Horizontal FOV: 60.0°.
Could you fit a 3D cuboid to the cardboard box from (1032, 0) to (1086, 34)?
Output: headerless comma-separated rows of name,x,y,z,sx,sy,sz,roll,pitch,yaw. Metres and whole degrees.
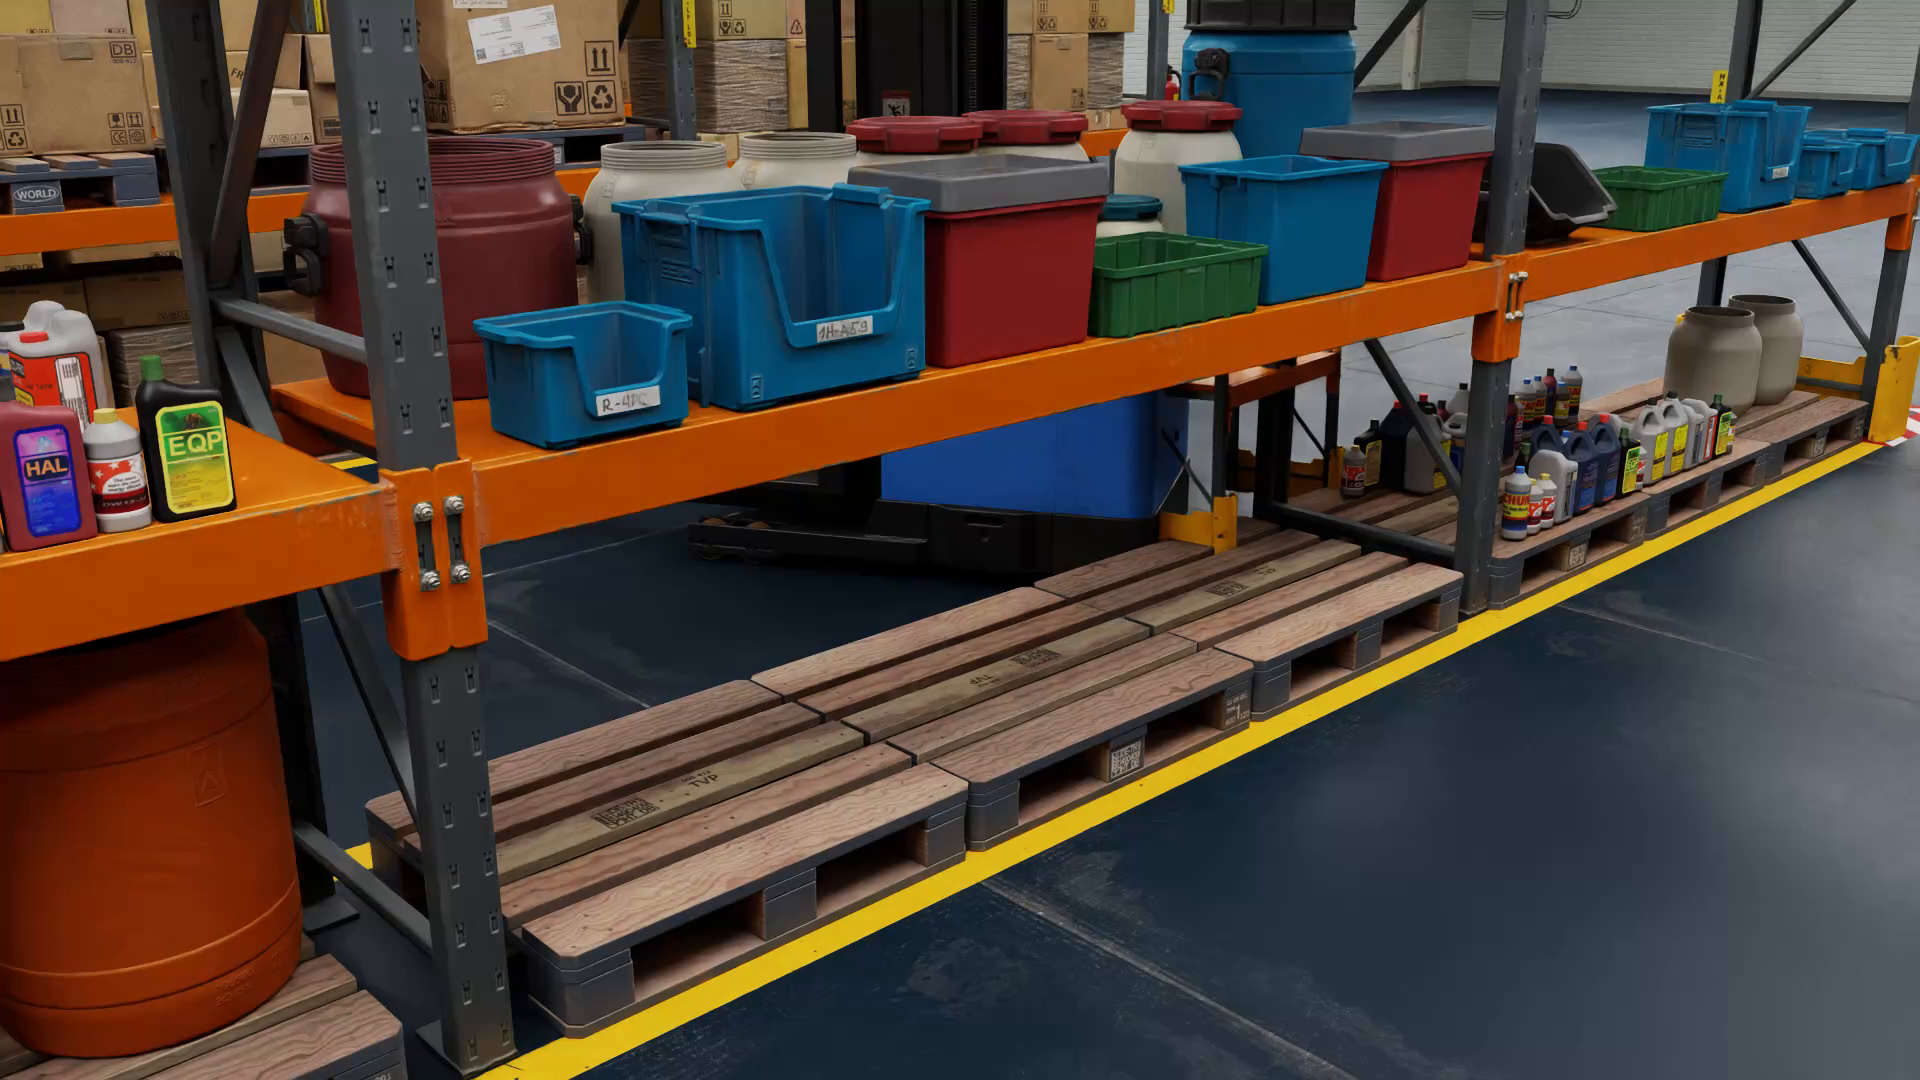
cardboard box,0.484,-3.608,10.984,0.500,0.500,0.500,-16,24,-41

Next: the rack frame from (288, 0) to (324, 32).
rack frame,-5.167,-3.508,12.941,0.127,3.000,1.000,-16,24,-41

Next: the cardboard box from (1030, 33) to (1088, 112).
cardboard box,0.374,-3.168,11.249,0.500,0.500,0.875,-16,24,-41

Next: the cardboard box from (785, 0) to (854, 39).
cardboard box,-0.969,-3.184,9.677,0.500,0.500,0.500,-16,24,-41

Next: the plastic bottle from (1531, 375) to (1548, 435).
plastic bottle,2.696,-0.637,7.797,0.097,0.271,0.097,0,18,0

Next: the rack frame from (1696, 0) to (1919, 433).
rack frame,4.476,-2.113,8.637,0.127,3.000,1.000,-16,24,-41

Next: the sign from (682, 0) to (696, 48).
sign,-1.449,-2.802,8.887,0.005,0.325,0.100,-16,24,-41

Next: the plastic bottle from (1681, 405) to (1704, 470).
plastic bottle,3.140,-0.462,7.250,0.135,0.276,0.152,-17,25,-42

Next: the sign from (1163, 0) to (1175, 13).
sign,1.440,-3.795,11.437,0.005,0.325,0.100,-16,24,-41

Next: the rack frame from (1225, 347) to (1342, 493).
rack frame,1.370,-0.911,7.001,0.500,1.500,0.032,10,19,35

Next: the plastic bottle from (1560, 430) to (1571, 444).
plastic bottle,2.464,-0.312,6.795,0.097,0.271,0.097,0,18,0

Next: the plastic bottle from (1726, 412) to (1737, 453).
plastic bottle,3.443,-0.503,7.498,0.097,0.201,0.097,0,18,0

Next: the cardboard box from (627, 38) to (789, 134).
cardboard box,-1.464,-2.646,9.637,0.500,0.500,0.875,-16,24,-41

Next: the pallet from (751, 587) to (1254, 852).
pallet,0.139,0.496,5.112,1.213,0.211,1.003,-16,24,-41

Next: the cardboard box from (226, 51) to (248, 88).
cardboard box,-5.363,-3.385,12.400,0.500,0.500,0.500,-16,24,-41

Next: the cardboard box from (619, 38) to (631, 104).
cardboard box,-3.377,-4.126,14.604,0.550,0.550,0.875,-16,24,-41

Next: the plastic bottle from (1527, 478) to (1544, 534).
plastic bottle,2.176,-0.134,6.358,0.097,0.201,0.097,0,18,0

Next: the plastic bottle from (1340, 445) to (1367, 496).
plastic bottle,1.619,-0.290,6.839,0.097,0.201,0.097,0,18,0

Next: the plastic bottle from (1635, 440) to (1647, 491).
plastic bottle,2.800,-0.316,6.920,0.097,0.201,0.097,0,18,0

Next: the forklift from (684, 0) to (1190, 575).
forklift,-0.599,-1.447,6.696,3.031,2.935,1.130,5,19,15

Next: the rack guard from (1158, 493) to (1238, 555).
rack guard,0.782,-0.084,6.374,0.587,0.250,0.087,10,19,35

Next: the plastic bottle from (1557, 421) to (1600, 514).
plastic bottle,2.441,-0.292,6.604,0.185,0.351,0.144,-15,24,-39

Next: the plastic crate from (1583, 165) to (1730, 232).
plastic crate,2.750,-1.389,6.748,0.662,0.188,0.450,-16,24,-41

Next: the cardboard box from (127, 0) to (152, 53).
cardboard box,-5.896,-3.815,12.105,0.500,0.500,0.700,-17,24,-42

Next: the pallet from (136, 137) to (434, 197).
pallet,-3.329,-1.865,8.184,1.213,0.211,1.003,-16,24,-41

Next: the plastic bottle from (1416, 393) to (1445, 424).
plastic bottle,1.979,-0.456,7.109,0.144,0.351,0.185,16,24,41

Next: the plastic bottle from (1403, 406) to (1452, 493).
plastic bottle,1.939,-0.383,6.884,0.185,0.351,0.144,-16,24,-41

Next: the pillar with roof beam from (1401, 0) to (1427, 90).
pillar with roof beam,14.483,-14.855,38.212,0.400,9.000,9.100,-16,24,-41

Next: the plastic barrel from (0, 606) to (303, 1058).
plastic barrel,-1.680,0.523,3.347,0.708,0.830,0.600,-16,24,-41

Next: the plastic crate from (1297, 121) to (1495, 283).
plastic crate,1.428,-1.124,5.485,0.583,0.464,0.402,-16,24,-41

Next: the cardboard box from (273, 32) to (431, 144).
cardboard box,-3.029,-2.236,8.169,0.637,0.503,0.797,-13,22,-35

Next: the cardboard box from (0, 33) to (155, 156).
cardboard box,-4.038,-2.039,7.567,0.500,0.500,0.700,-12,22,-33

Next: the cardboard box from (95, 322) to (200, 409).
cardboard box,-3.872,-0.815,7.973,0.700,0.500,0.500,15,24,39

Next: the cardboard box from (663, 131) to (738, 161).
cardboard box,-1.470,-2.234,9.418,0.250,0.149,0.380,-16,24,-41

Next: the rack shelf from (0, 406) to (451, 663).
rack shelf,-2.790,0.349,2.213,4.000,0.370,1.077,-16,24,-41

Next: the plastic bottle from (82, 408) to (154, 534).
plastic bottle,-1.434,-0.121,2.817,0.097,0.201,0.097,0,18,0

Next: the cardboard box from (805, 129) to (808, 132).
cardboard box,-0.942,-2.398,9.925,0.250,0.149,0.380,-16,24,-41

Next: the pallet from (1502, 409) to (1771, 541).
pallet,2.973,-0.331,7.665,1.213,0.211,1.003,-16,24,-41

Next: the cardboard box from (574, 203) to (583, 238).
cardboard box,-3.346,-3.199,14.753,0.875,0.875,0.875,-17,24,-42

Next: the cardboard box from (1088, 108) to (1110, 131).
cardboard box,0.826,-2.944,11.608,0.250,0.149,0.380,-16,24,-41

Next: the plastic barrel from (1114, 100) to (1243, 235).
plastic barrel,0.724,-1.176,5.528,0.433,0.535,0.433,0,18,0

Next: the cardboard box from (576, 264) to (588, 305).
cardboard box,-2.294,-1.270,9.378,0.700,0.500,0.500,16,24,40

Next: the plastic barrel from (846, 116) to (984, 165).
plastic barrel,-0.123,-0.929,4.766,0.433,0.535,0.433,0,18,0

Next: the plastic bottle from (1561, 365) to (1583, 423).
plastic bottle,2.945,-0.710,8.021,0.097,0.271,0.097,0,18,0

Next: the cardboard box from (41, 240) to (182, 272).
cardboard box,-6.260,-2.282,12.127,0.750,0.750,1.050,-16,24,-41

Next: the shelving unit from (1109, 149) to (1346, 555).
shelving unit,1.066,-0.797,6.598,0.587,1.500,1.083,10,19,35

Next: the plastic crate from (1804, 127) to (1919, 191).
plastic crate,4.318,-1.869,8.126,0.616,0.251,0.499,-16,24,-41

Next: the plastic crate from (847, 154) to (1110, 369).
plastic crate,0.048,-0.722,4.244,0.583,0.464,0.402,-16,24,-41

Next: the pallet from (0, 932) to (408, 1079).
pallet,-1.881,1.085,3.295,1.213,0.211,1.003,-16,24,-41

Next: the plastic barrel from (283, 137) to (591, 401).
plastic barrel,-1.208,-0.648,3.900,0.708,0.536,0.600,-16,24,-41

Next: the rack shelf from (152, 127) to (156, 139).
rack shelf,-6.621,-2.742,11.745,4.000,0.370,1.077,-16,24,-41
